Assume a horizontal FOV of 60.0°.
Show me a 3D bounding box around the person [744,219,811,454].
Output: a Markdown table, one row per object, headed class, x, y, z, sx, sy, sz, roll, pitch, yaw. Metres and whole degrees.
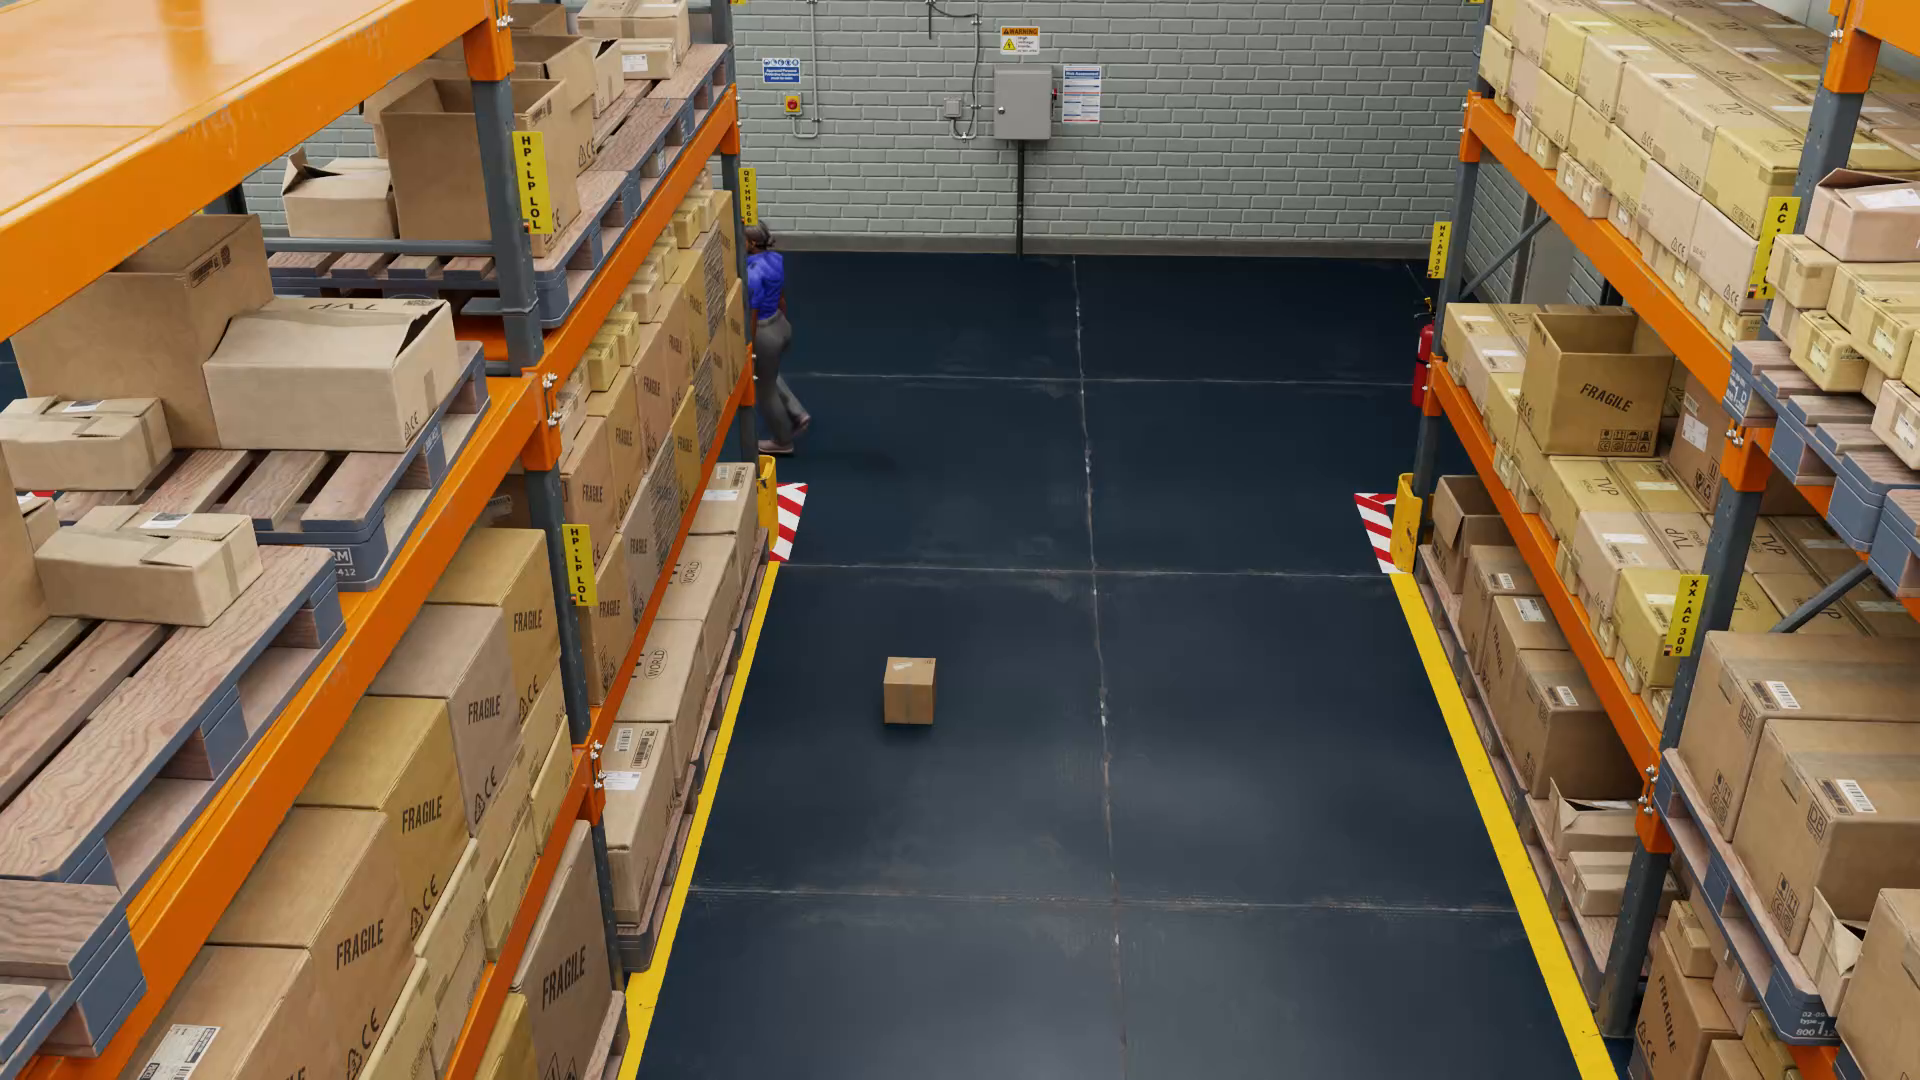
| class | x | y | z | sx | sy | sz | roll | pitch | yaw |
| --- | --- | --- | --- | --- | --- | --- | --- | --- | --- |
| person | -1.281 | -1.338 | 11.064 | 0.453 | 1.653 | 0.497 | 9 | 29 | 16 |
